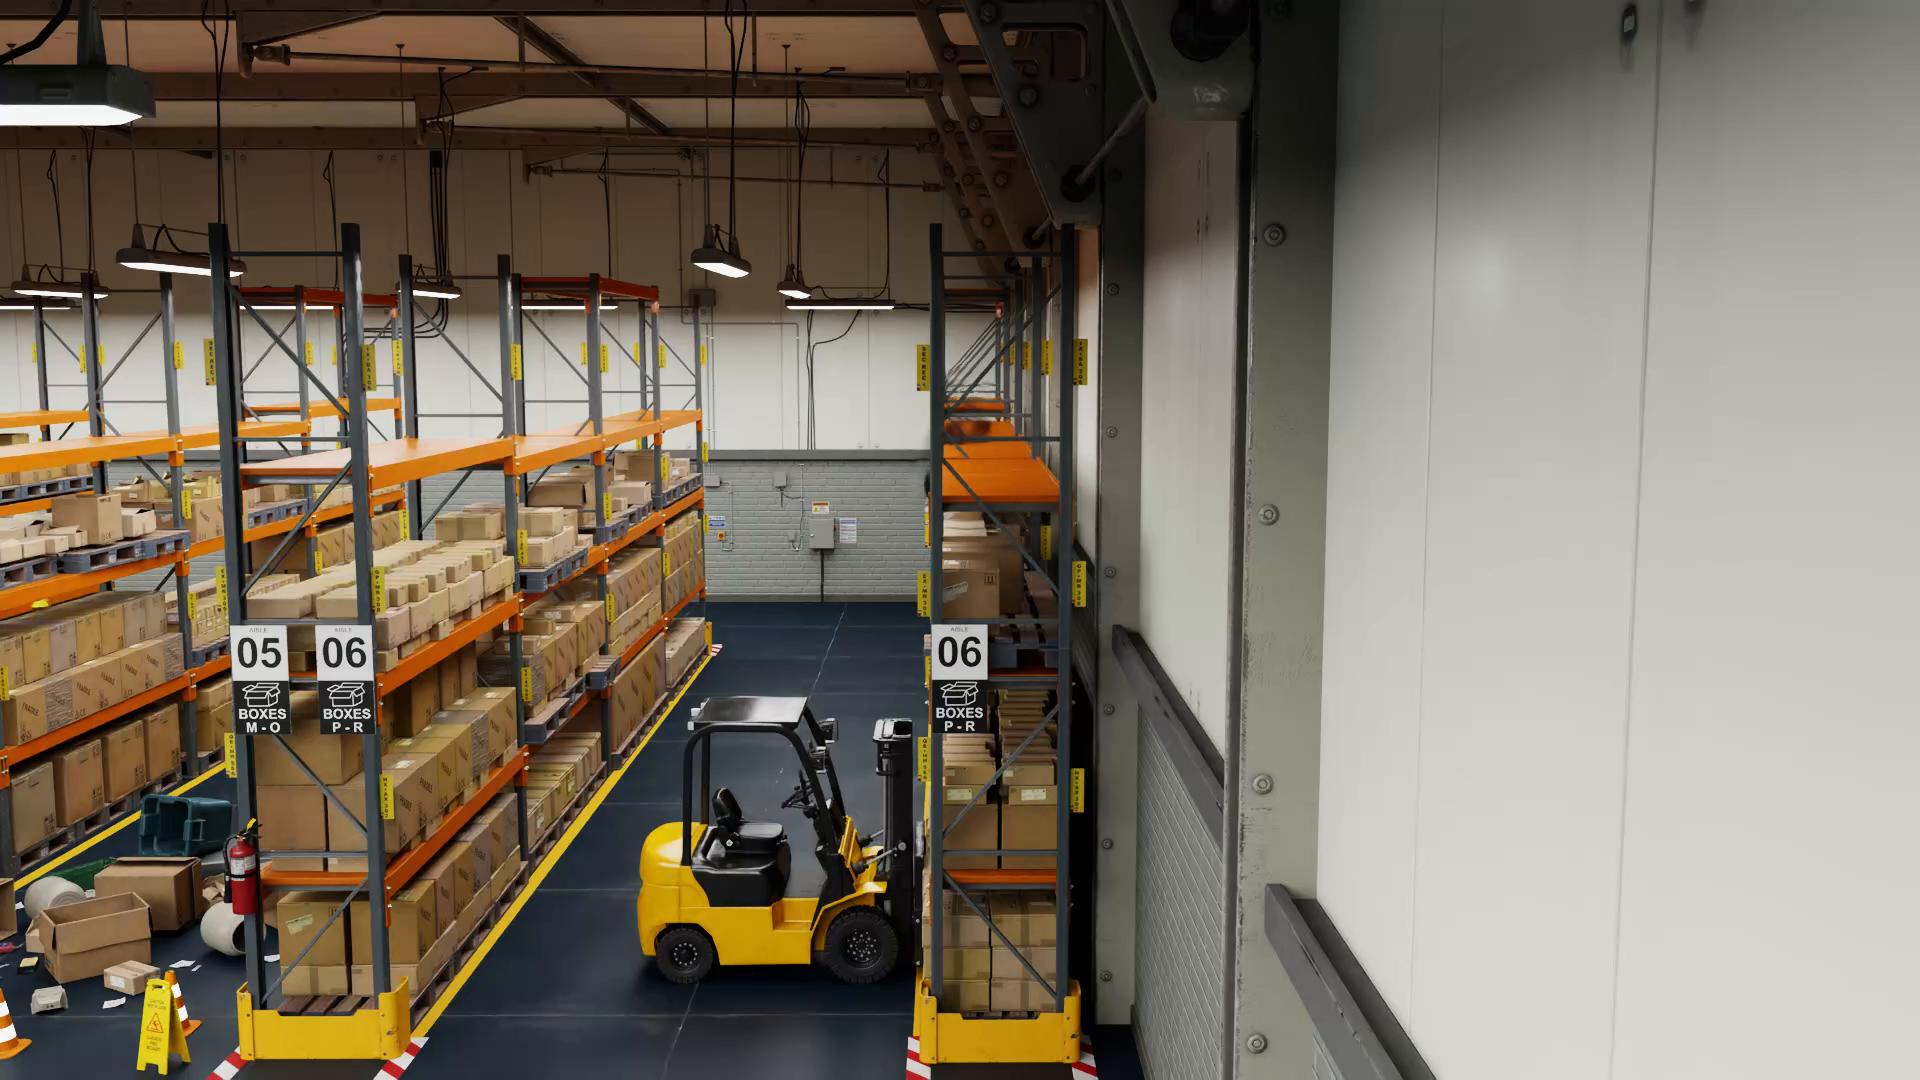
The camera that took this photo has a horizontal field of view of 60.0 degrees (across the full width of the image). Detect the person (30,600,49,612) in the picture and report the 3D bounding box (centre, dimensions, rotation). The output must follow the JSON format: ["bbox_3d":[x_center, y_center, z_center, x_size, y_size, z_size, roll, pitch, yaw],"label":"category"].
[{"bbox_3d":[-12.378,1.667,22.429,0.710,1.747,0.933,-1,7,-5],"label":"person"}]
